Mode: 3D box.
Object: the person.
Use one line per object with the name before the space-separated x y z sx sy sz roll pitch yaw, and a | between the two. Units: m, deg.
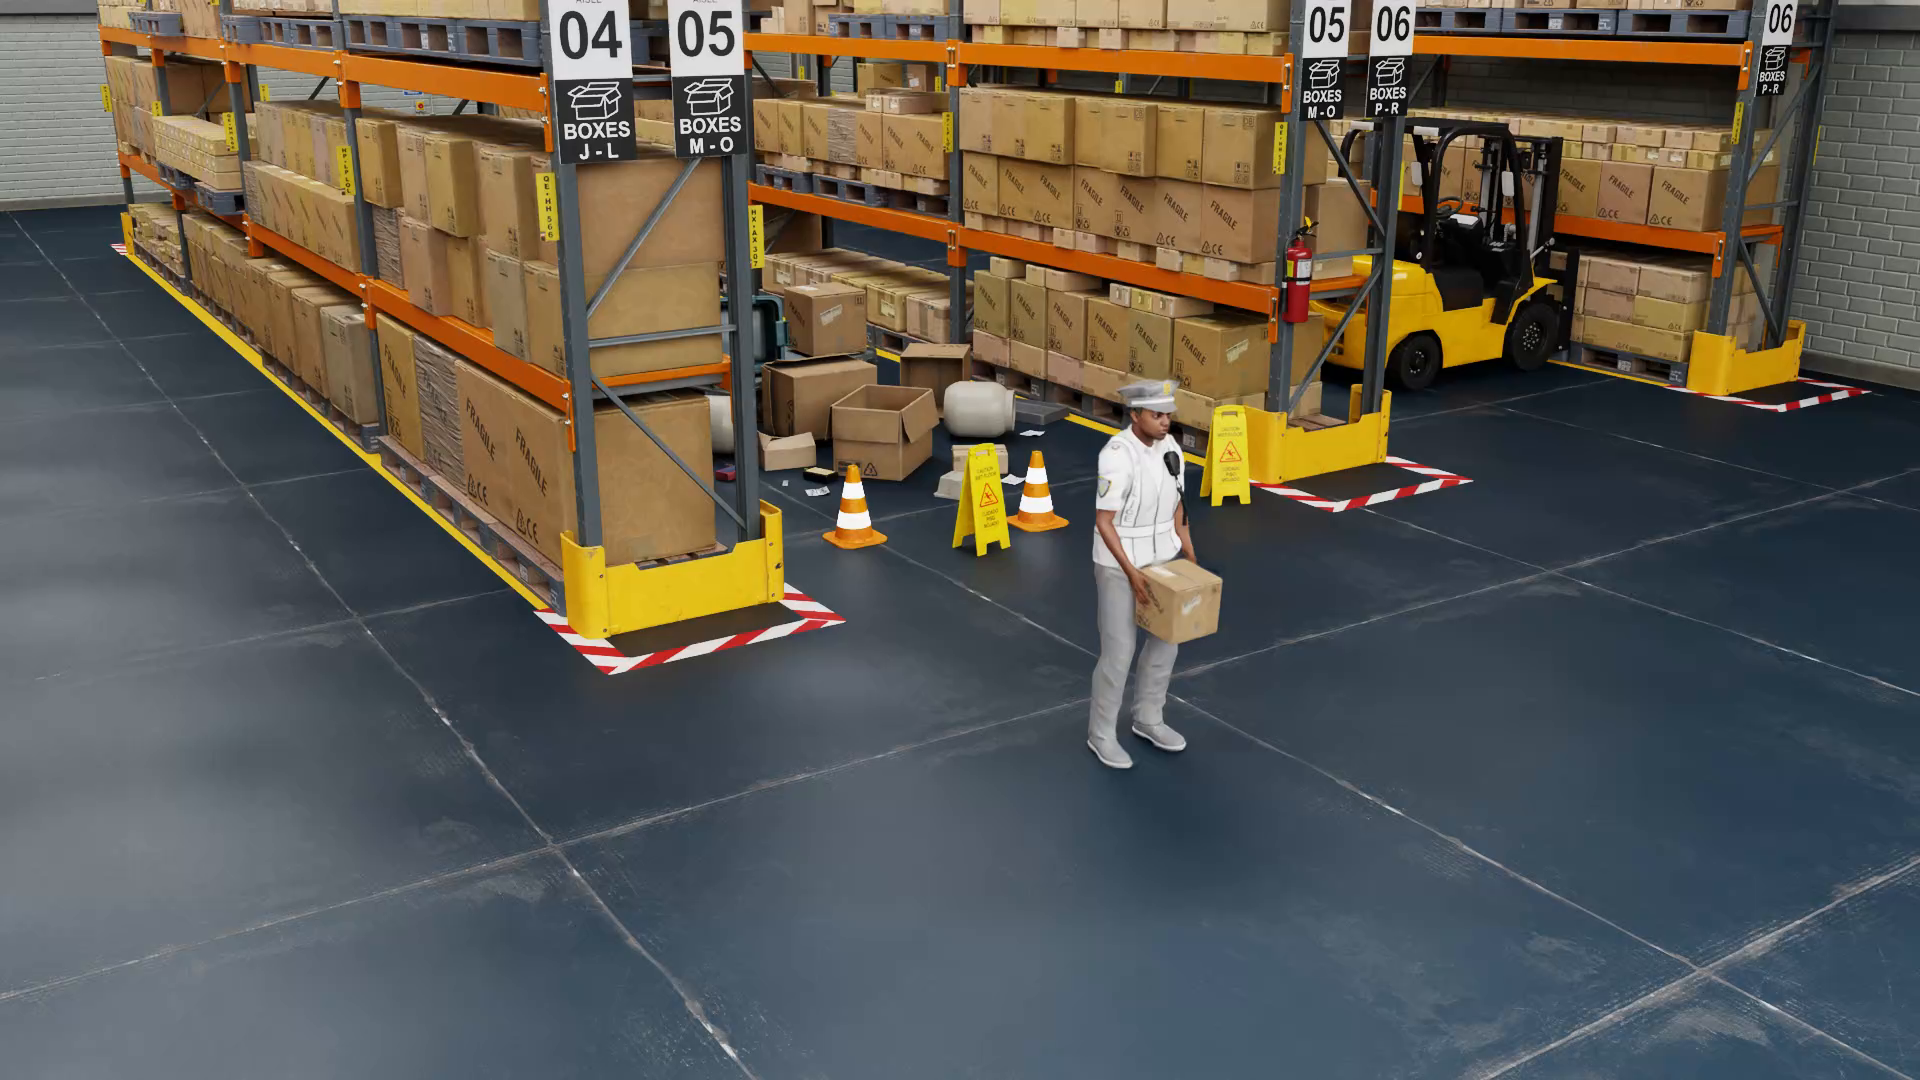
person | 0.788 0.123 7.146 0.481 1.682 0.415 -12 22 -32
